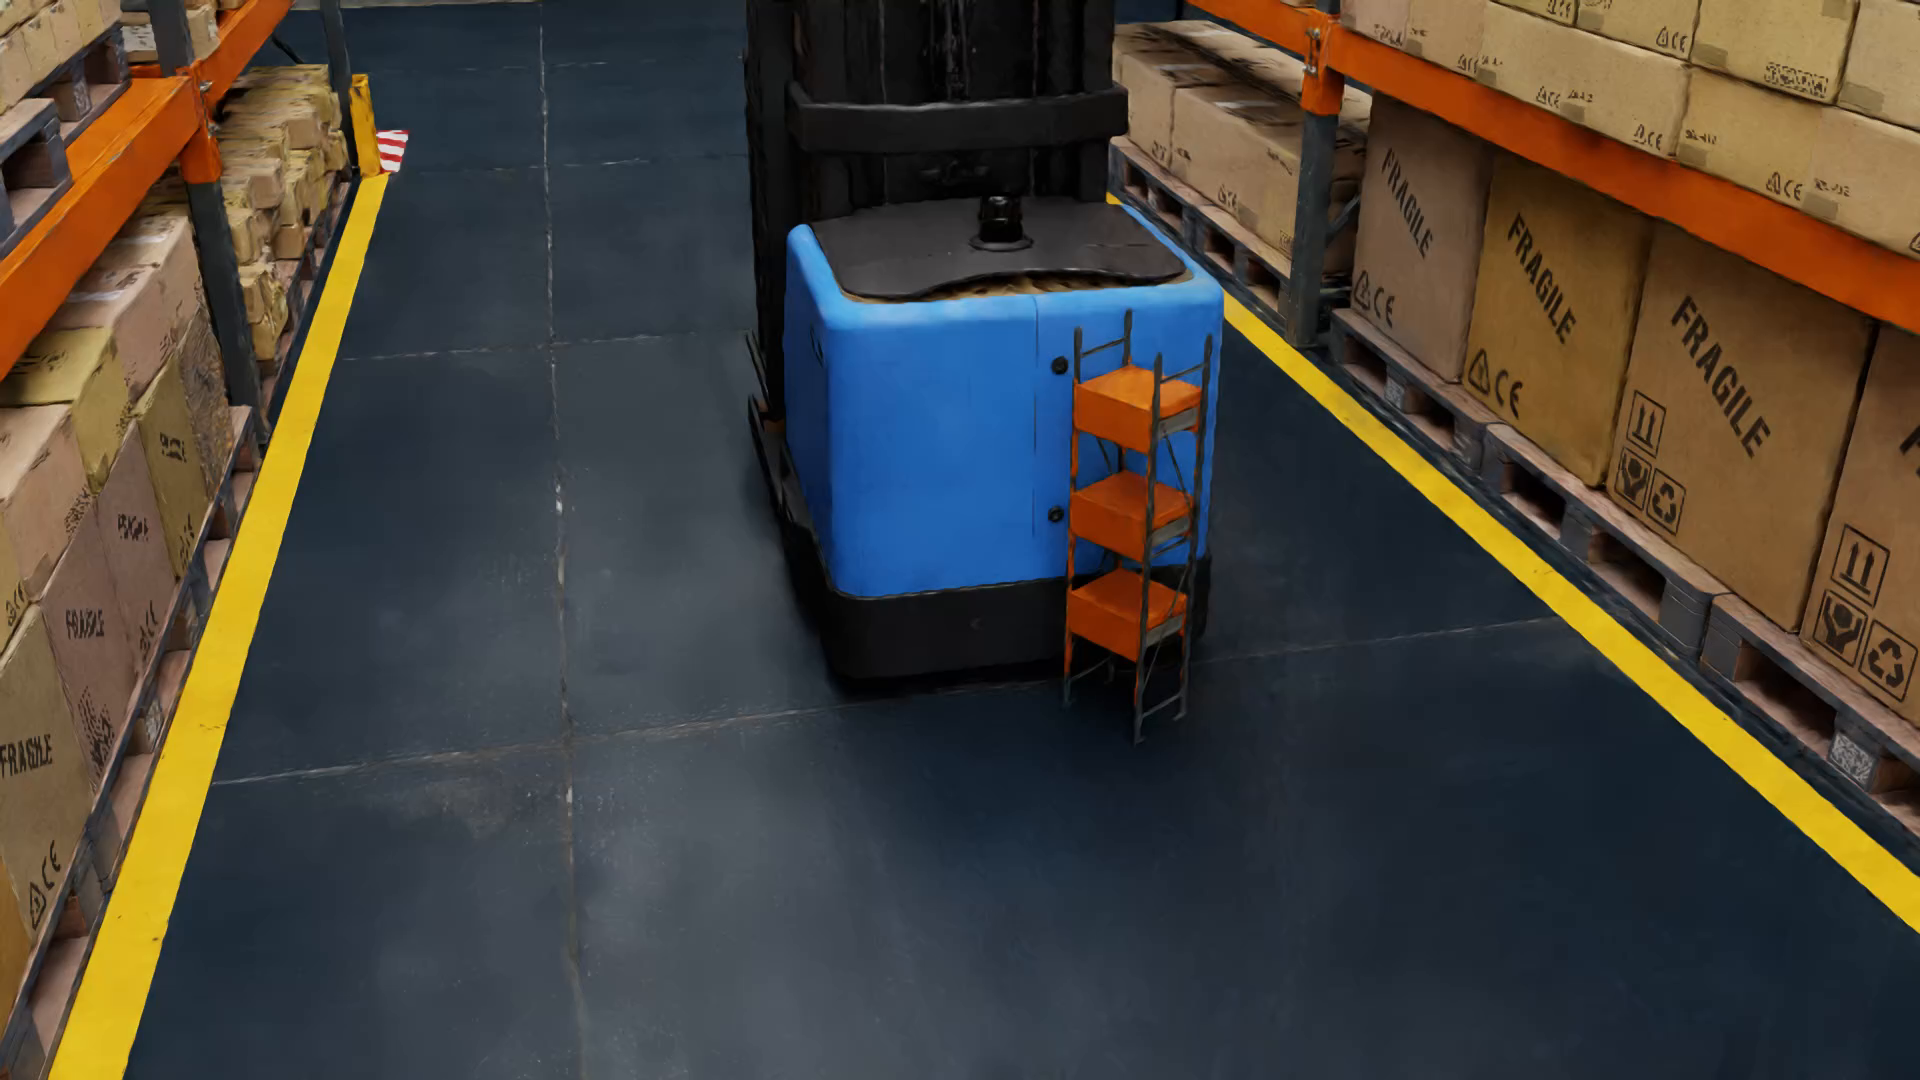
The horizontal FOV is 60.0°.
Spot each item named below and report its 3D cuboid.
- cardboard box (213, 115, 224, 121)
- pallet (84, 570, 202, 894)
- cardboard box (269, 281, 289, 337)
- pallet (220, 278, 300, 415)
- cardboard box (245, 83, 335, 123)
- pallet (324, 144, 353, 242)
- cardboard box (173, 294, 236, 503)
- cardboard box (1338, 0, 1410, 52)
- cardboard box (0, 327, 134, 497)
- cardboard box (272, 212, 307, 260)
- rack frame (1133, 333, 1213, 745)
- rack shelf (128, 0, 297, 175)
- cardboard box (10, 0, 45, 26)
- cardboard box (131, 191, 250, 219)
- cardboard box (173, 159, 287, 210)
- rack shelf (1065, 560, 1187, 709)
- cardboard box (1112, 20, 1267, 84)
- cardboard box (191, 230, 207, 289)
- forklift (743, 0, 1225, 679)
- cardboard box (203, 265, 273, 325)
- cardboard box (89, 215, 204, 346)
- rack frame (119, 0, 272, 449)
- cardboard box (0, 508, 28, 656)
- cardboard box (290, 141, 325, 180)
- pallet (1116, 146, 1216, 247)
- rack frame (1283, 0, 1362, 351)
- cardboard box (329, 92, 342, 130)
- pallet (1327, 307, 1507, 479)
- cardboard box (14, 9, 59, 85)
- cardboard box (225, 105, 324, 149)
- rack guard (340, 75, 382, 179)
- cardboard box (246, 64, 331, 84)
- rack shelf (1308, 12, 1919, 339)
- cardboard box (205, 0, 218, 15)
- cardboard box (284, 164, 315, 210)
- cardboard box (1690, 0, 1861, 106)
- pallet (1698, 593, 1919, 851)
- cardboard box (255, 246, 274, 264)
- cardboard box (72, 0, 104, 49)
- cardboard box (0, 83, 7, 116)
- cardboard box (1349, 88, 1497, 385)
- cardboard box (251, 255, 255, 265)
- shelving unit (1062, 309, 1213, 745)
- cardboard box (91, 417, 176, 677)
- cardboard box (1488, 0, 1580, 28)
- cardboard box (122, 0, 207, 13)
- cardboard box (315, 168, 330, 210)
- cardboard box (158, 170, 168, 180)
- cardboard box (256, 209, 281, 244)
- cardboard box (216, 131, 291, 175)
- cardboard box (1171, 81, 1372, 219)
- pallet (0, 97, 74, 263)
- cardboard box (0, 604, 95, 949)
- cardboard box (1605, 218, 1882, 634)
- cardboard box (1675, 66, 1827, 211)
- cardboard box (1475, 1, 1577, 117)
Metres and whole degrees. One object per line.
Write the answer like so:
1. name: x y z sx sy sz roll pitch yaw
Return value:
1. cardboard box: -3.992 -2.190 8.628 0.380 0.149 0.250 -5 27 -9
2. pallet: -2.504 0.480 4.064 1.003 0.211 1.213 -6 27 -12
3. cardboard box: -2.788 -0.867 6.336 0.380 0.149 0.250 -5 27 -10
4. pallet: -3.145 -0.689 6.381 1.003 0.211 1.213 -6 27 -12
5. cardboard box: -3.311 -2.156 8.229 0.380 0.149 0.250 -7 28 -13
6. pallet: -3.695 -1.760 8.503 1.003 0.211 1.213 -6 27 -12
7. cardboard box: -2.547 -0.415 5.051 0.500 0.500 0.500 -6 27 -13
8. cardboard box: 1.683 -1.903 5.858 0.500 0.250 0.500 -7 28 -13
9. cardboard box: -2.309 -0.290 3.972 0.500 0.250 0.500 -7 28 -14
10. cardboard box: -3.060 -1.316 7.225 0.380 0.149 0.250 -7 28 -13
11. rack frame: 0.515 0.019 4.047 0.200 1.050 0.008 -24 35 -39
12. rack shelf: -3.410 -2.200 7.078 1.077 0.370 4.000 -6 27 -12
13. cardboard box: -2.497 -1.352 4.082 0.380 0.149 0.250 -7 28 -13
14. cardboard box: -2.944 -1.228 6.392 0.380 0.149 0.250 -6 27 -12
15. cardboard box: -3.003 -1.461 6.853 0.380 0.149 0.250 -5 27 -10
16. rack shelf: 0.429 0.238 4.255 0.215 0.259 0.240 -24 35 -39
17. cardboard box: 1.186 -2.710 9.668 0.875 0.438 0.875 -7 28 -13
18. cardboard box: -2.835 -0.995 5.931 0.380 0.149 0.250 -5 27 -9
19. forklift: -0.136 -1.586 5.139 1.130 2.935 3.031 -6 27 -11
20. cardboard box: -2.729 -0.882 6.036 0.380 0.149 0.250 -5 27 -9
21. cardboard box: -2.545 -0.748 4.879 0.500 0.250 0.500 -7 28 -13
22. rack frame: -2.959 -1.643 5.176 1.000 3.000 0.127 -6 27 -12
23. cardboard box: -2.091 0.157 3.086 0.500 0.250 0.500 -6 27 -12
24. cardboard box: -3.215 -1.790 7.835 0.380 0.149 0.250 -6 27 -11
25. pallet: 1.467 -1.823 8.628 1.003 0.211 1.213 -6 27 -12
26. rack frame: 1.841 -2.190 6.260 1.000 3.000 0.127 -6 27 -12
27. cardboard box: -3.463 -2.244 8.734 0.380 0.149 0.250 -7 28 -13
28. pallet: 2.088 -0.614 6.232 1.003 0.211 1.213 -6 27 -12
29. cardboard box: -2.507 -1.230 4.171 0.380 0.149 0.250 -7 28 -14
30. cardboard box: -3.200 -1.923 7.769 0.380 0.149 0.250 -5 27 -10
31. rack guard: -3.843 -2.250 9.152 1.175 0.500 0.348 -6 27 -12
32. cardboard box: -3.494 -2.373 8.659 0.380 0.149 0.250 -6 27 -11
33. rack shelf: 2.292 -0.991 4.682 1.077 0.370 4.000 -6 27 -12
34. cardboard box: -3.001 -2.026 6.213 0.380 0.149 0.250 -7 28 -14
35. cardboard box: -3.086 -1.557 7.374 0.380 0.149 0.250 -6 27 -11
36. cardboard box: 2.131 -1.224 3.958 0.500 0.250 0.500 -7 28 -13
37. pallet: 2.638 0.457 4.110 1.003 0.211 1.213 -6 27 -12
38. cardboard box: -3.000 -1.077 6.753 0.380 0.149 0.250 -7 28 -13
39. cardboard box: -2.617 -1.450 4.606 0.380 0.149 0.250 -6 27 -11
40. cardboard box: -2.380 -0.992 3.700 0.380 0.149 0.250 -5 27 -9
41. cardboard box: 2.059 -1.165 6.121 0.875 0.875 0.875 -5 27 -10
42. cardboard box: -2.963 -1.087 6.443 0.380 0.149 0.250 -6 27 -12
43. shelving unit: 0.429 -0.020 4.125 0.215 1.050 0.252 -24 35 -39
44. cardboard box: -2.320 0.036 4.158 0.500 0.500 0.500 -7 28 -13
45. cardboard box: 1.898 -1.674 4.849 0.500 0.250 0.500 -6 27 -11
46. cardboard box: -2.825 -2.063 5.568 0.500 0.500 0.500 -6 27 -13
47. cardboard box: -3.219 -1.664 7.915 0.380 0.149 0.250 -7 28 -14
48. cardboard box: -3.608 -1.638 7.205 0.380 0.149 0.250 -6 27 -11
49. cardboard box: -3.060 -1.329 6.922 0.380 0.149 0.250 -5 27 -9
50. cardboard box: -3.162 -1.684 7.295 0.380 0.149 0.250 -6 27 -11
51. cardboard box: 1.602 -1.913 8.089 0.875 0.438 0.875 -7 28 -13
52. pallet: -2.543 -0.666 3.454 1.003 0.211 1.213 -6 27 -12
53. cardboard box: -2.085 0.485 3.269 0.500 0.500 0.500 -6 27 -11
54. cardboard box: 2.471 -0.376 4.559 0.875 0.875 0.875 -6 27 -11
55. cardboard box: 2.147 -1.008 4.084 0.500 0.250 0.500 -6 27 -12
56. cardboard box: 1.901 -1.449 4.959 0.500 0.250 0.500 -6 27 -12
